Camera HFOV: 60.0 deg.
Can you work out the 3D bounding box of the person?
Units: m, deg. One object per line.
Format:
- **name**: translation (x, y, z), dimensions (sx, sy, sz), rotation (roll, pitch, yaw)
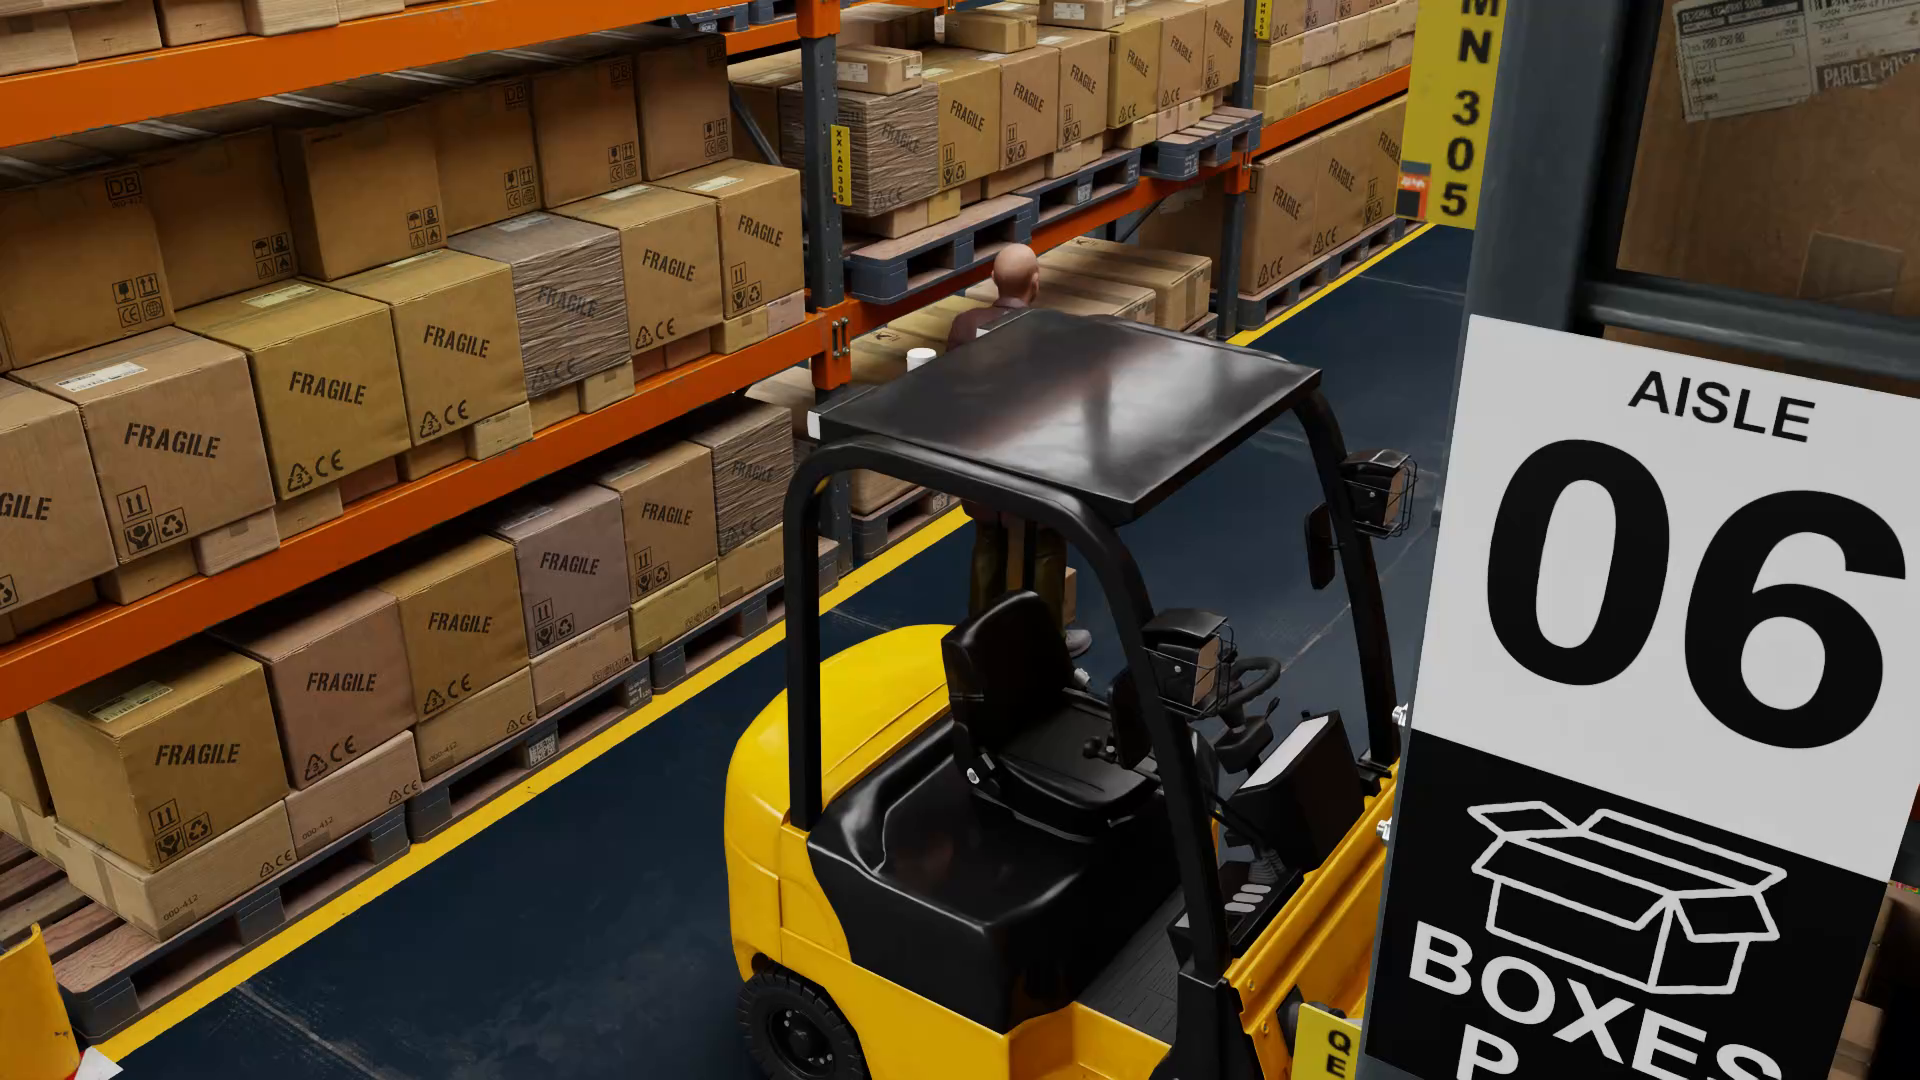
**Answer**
- **person**: translation (0.219, -0.330, 6.792), dimensions (0.653, 1.774, 0.426), rotation (13, 30, 25)
